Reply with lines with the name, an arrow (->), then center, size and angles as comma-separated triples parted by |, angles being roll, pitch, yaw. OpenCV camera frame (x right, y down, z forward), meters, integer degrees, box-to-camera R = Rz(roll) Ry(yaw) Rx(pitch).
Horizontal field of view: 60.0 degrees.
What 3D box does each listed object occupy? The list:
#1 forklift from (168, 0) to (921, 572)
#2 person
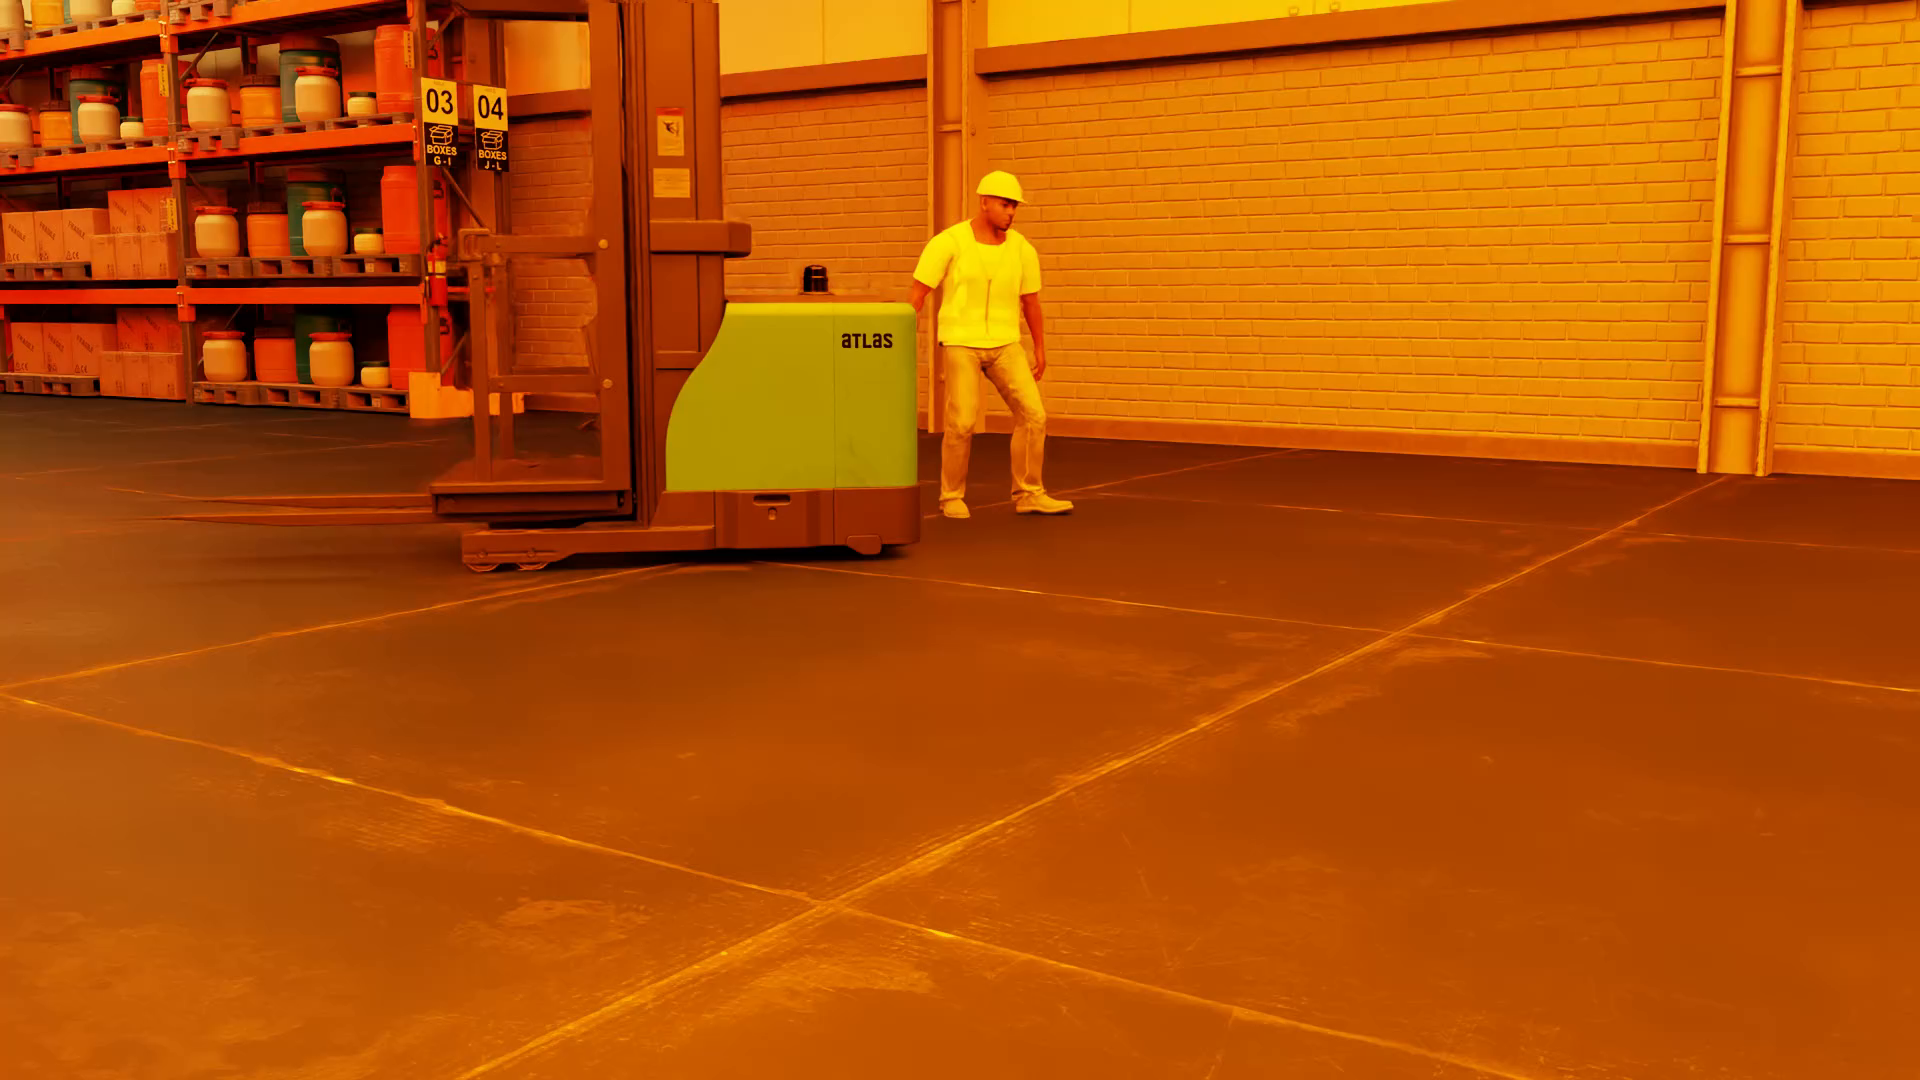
forklift -> -1.732, -1.402, 7.050 | 3.031, 2.935, 1.130 | -1, 8, -10
person -> 0.124, -0.974, 8.382 | 0.893, 1.733, 0.471 | -2, 8, -16
